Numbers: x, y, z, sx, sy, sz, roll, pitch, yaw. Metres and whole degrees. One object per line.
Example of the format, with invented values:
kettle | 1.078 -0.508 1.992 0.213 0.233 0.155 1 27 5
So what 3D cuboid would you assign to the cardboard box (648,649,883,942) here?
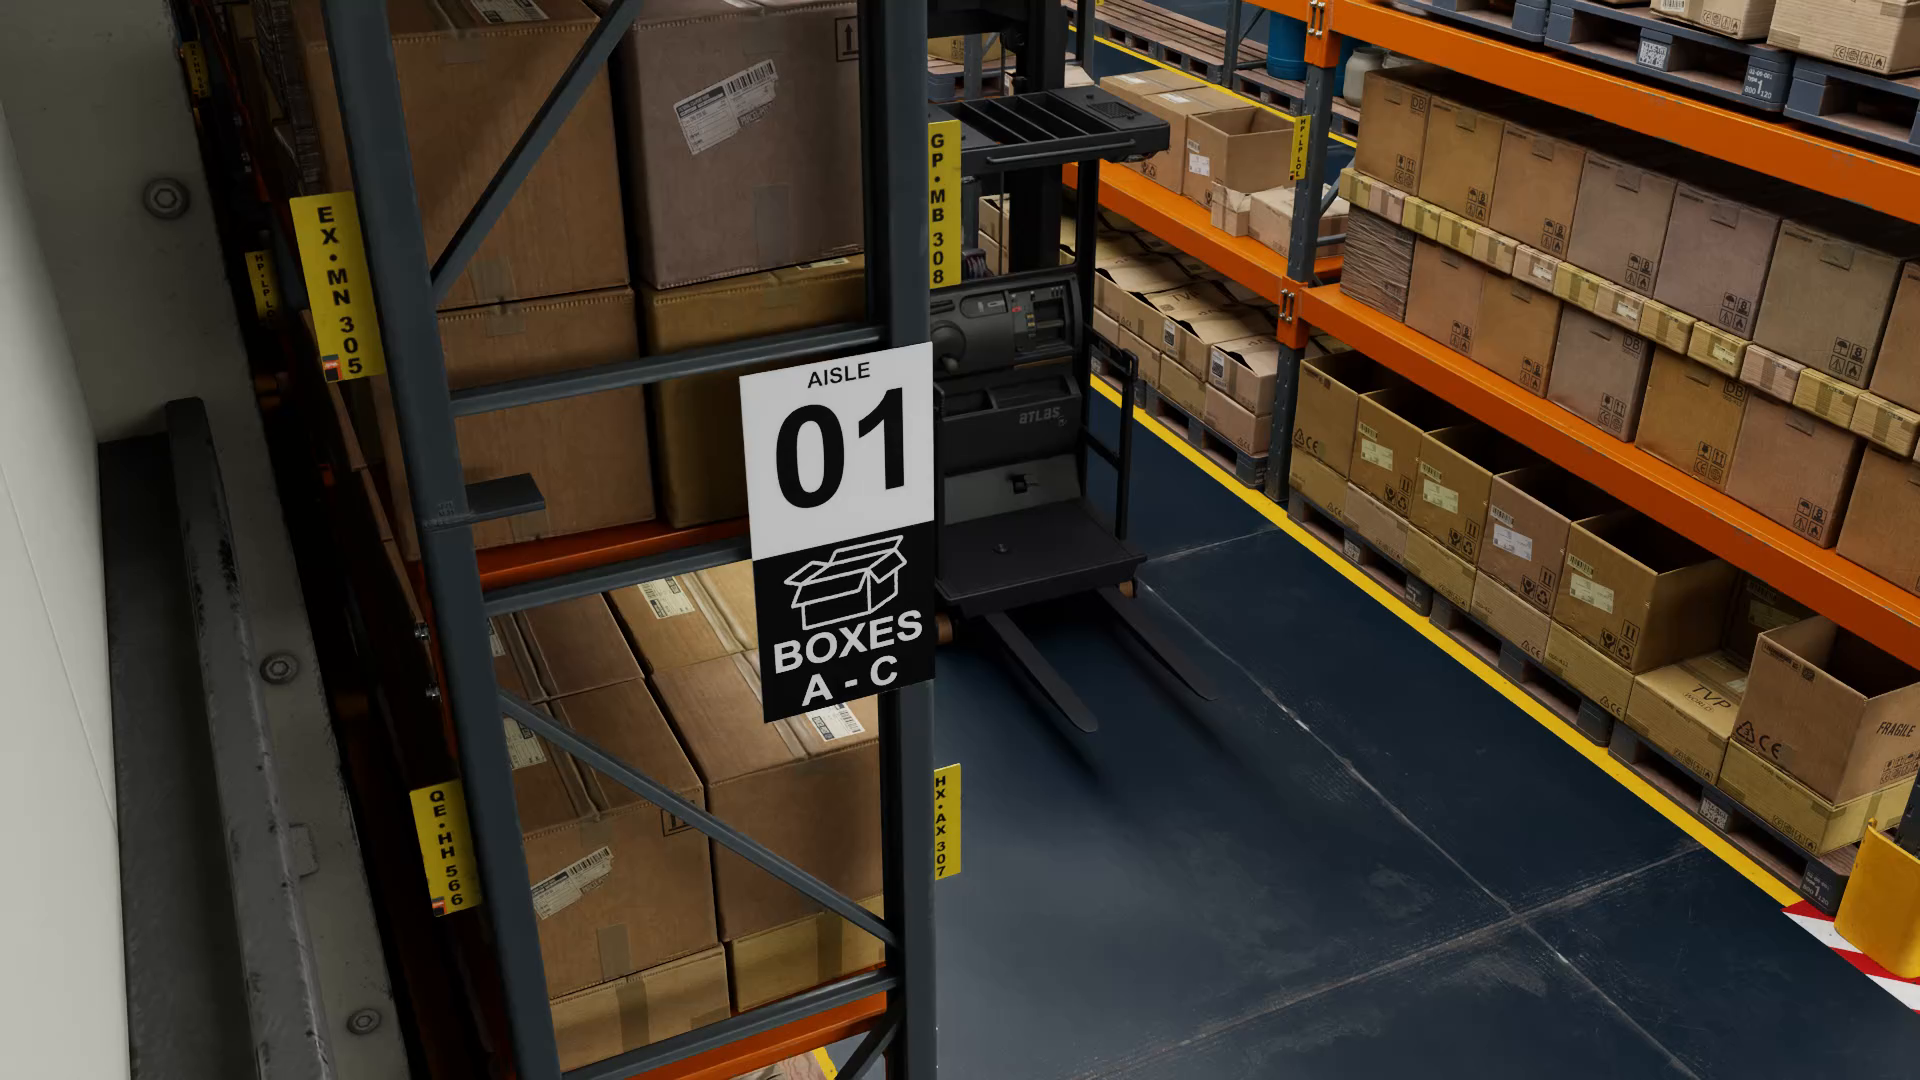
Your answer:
cardboard box | -0.468 0.620 4.276 0.500 0.500 0.500 -13 32 -22

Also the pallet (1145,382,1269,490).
pallet | 1.869 -0.746 10.195 1.003 0.211 1.213 -13 32 -22

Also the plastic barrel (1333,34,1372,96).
plastic barrel | 3.784 -4.928 16.519 0.600 0.901 0.708 -13 32 -22

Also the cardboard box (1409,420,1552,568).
cardboard box | 2.567 -0.243 8.064 0.500 0.500 0.500 -13 32 -22

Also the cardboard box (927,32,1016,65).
cardboard box | 0.132 -3.893 12.425 0.700 0.500 0.500 -26 38 -38

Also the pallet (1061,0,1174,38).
pallet | 1.864 -6.395 20.270 1.003 0.211 1.213 -13 32 -22

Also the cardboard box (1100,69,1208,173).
cardboard box | 1.239 -2.717 10.758 0.500 0.500 0.500 -15 33 -25

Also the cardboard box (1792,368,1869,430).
cardboard box | 3.379 -0.561 6.250 0.380 0.149 0.250 -14 32 -23

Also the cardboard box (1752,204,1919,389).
cardboard box | 3.496 -0.951 6.281 0.700 0.500 0.500 -14 32 -23

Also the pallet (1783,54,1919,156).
pallet | 3.658 -1.465 5.651 1.003 0.211 1.213 -13 32 -22

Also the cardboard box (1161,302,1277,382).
cardboard box | 1.559 -1.220 9.999 0.500 0.311 0.500 -12 32 -21

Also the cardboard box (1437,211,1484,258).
cardboard box | 2.495 -1.472 7.874 0.380 0.149 0.250 -13 32 -22

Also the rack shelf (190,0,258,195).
rack shelf | -3.110 -2.481 8.108 1.077 0.370 4.000 -13 32 -22

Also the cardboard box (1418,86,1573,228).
cardboard box | 2.635 -1.837 7.861 0.700 0.500 0.500 -13 32 -22

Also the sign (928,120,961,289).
sign | -0.044 -0.640 3.194 0.100 0.325 0.005 -13 32 -22

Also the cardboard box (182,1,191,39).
cardboard box | -5.490 -3.831 12.419 0.500 0.500 0.500 -13 32 -21

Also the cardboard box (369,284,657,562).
cardboard box | -0.942 -0.328 3.410 0.500 0.500 0.500 -11 31 -18

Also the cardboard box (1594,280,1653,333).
cardboard box | 2.934 -1.018 7.064 0.380 0.149 0.250 -14 32 -23

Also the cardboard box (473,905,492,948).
cardboard box | -1.142 0.828 4.672 0.500 0.250 0.500 -12 31 -21

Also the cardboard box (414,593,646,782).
cardboard box | -1.136 0.506 4.479 0.500 0.500 0.500 -13 32 -21

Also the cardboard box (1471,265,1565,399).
cardboard box | 2.861 -1.040 7.766 0.700 0.500 0.500 -13 32 -21

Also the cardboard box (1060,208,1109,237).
cardboard box | 0.696 -2.117 11.598 0.500 0.311 0.500 -14 32 -23

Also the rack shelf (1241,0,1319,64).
rack shelf | 1.362 -3.523 9.965 1.077 0.370 4.000 -13 32 -22

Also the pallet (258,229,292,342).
pallet | -3.082 -1.420 8.744 1.003 0.211 1.213 -13 32 -22

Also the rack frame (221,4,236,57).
rack frame | -2.251 -3.220 5.622 1.000 3.000 0.127 -13 32 -22

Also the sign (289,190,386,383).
sign | -1.044 -0.423 2.796 0.100 0.325 0.005 -13 32 -22

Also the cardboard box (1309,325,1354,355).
cardboard box | 2.268 -1.108 9.799 0.500 0.311 0.500 -13 32 -22

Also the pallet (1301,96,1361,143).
pallet | 4.083 -4.111 16.198 1.003 0.211 1.213 -13 32 -22

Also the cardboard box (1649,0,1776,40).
cardboard box | 2.967 -2.090 6.194 0.500 0.311 0.500 -9 31 -16

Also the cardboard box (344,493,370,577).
cardboard box | -2.012 -0.072 6.276 0.500 0.250 0.500 -14 32 -24

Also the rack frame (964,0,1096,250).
rack frame | 0.504 -3.412 12.099 1.000 3.000 0.127 -13 32 -22

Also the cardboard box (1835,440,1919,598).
cardboard box | 3.749 -0.130 6.145 0.700 0.500 0.500 -13 32 -22

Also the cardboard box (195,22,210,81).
cardboard box | -4.398 -3.025 10.215 0.500 0.250 0.500 -12 31 -21

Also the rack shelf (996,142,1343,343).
rack shelf | 1.362 -2.214 10.699 1.077 0.370 4.000 -13 32 -22

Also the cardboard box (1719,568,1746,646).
cardboard box | 3.466 0.089 7.471 0.500 0.500 0.500 -13 32 -22

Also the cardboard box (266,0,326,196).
cardboard box | -1.200 -1.007 3.598 0.500 0.500 0.500 -11 31 -19

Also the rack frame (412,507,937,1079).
rack frame | -0.534 1.164 3.939 1.000 3.000 0.127 -13 32 -22

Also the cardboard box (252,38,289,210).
cardboard box | -1.804 -1.237 5.031 0.500 0.500 0.500 -13 32 -22

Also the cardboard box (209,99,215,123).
cardboard box | -4.614 -2.931 10.814 0.500 0.500 0.500 -13 32 -23

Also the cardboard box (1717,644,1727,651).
cardboard box | 3.477 0.414 7.659 0.500 0.250 0.500 -13 32 -22

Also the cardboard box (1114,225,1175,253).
cardboard box | 1.394 -2.009 11.405 0.500 0.311 0.500 -13 32 -22

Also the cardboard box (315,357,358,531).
cardboard box | -2.020 -0.393 6.081 0.500 0.500 0.500 -13 32 -22

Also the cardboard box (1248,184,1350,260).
cardboard box | 1.970 -1.788 9.356 0.500 0.250 0.500 -11 31 -19

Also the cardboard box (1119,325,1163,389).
cardboard box | 1.346 -1.201 10.537 0.500 0.250 0.500 -12 32 -21

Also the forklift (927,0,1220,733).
forklift | 0.248 -0.999 7.867 1.130 2.935 3.031 -12 31 -20

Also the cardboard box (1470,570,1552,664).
cardboard box | 2.786 0.303 7.855 0.500 0.250 0.500 -13 32 -22

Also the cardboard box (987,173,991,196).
cardboard box | 0.337 -3.004 13.478 0.500 0.500 0.500 -14 32 -24

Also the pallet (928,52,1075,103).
pallet | 0.149 -3.613 12.653 1.213 0.211 1.003 -13 32 -22
